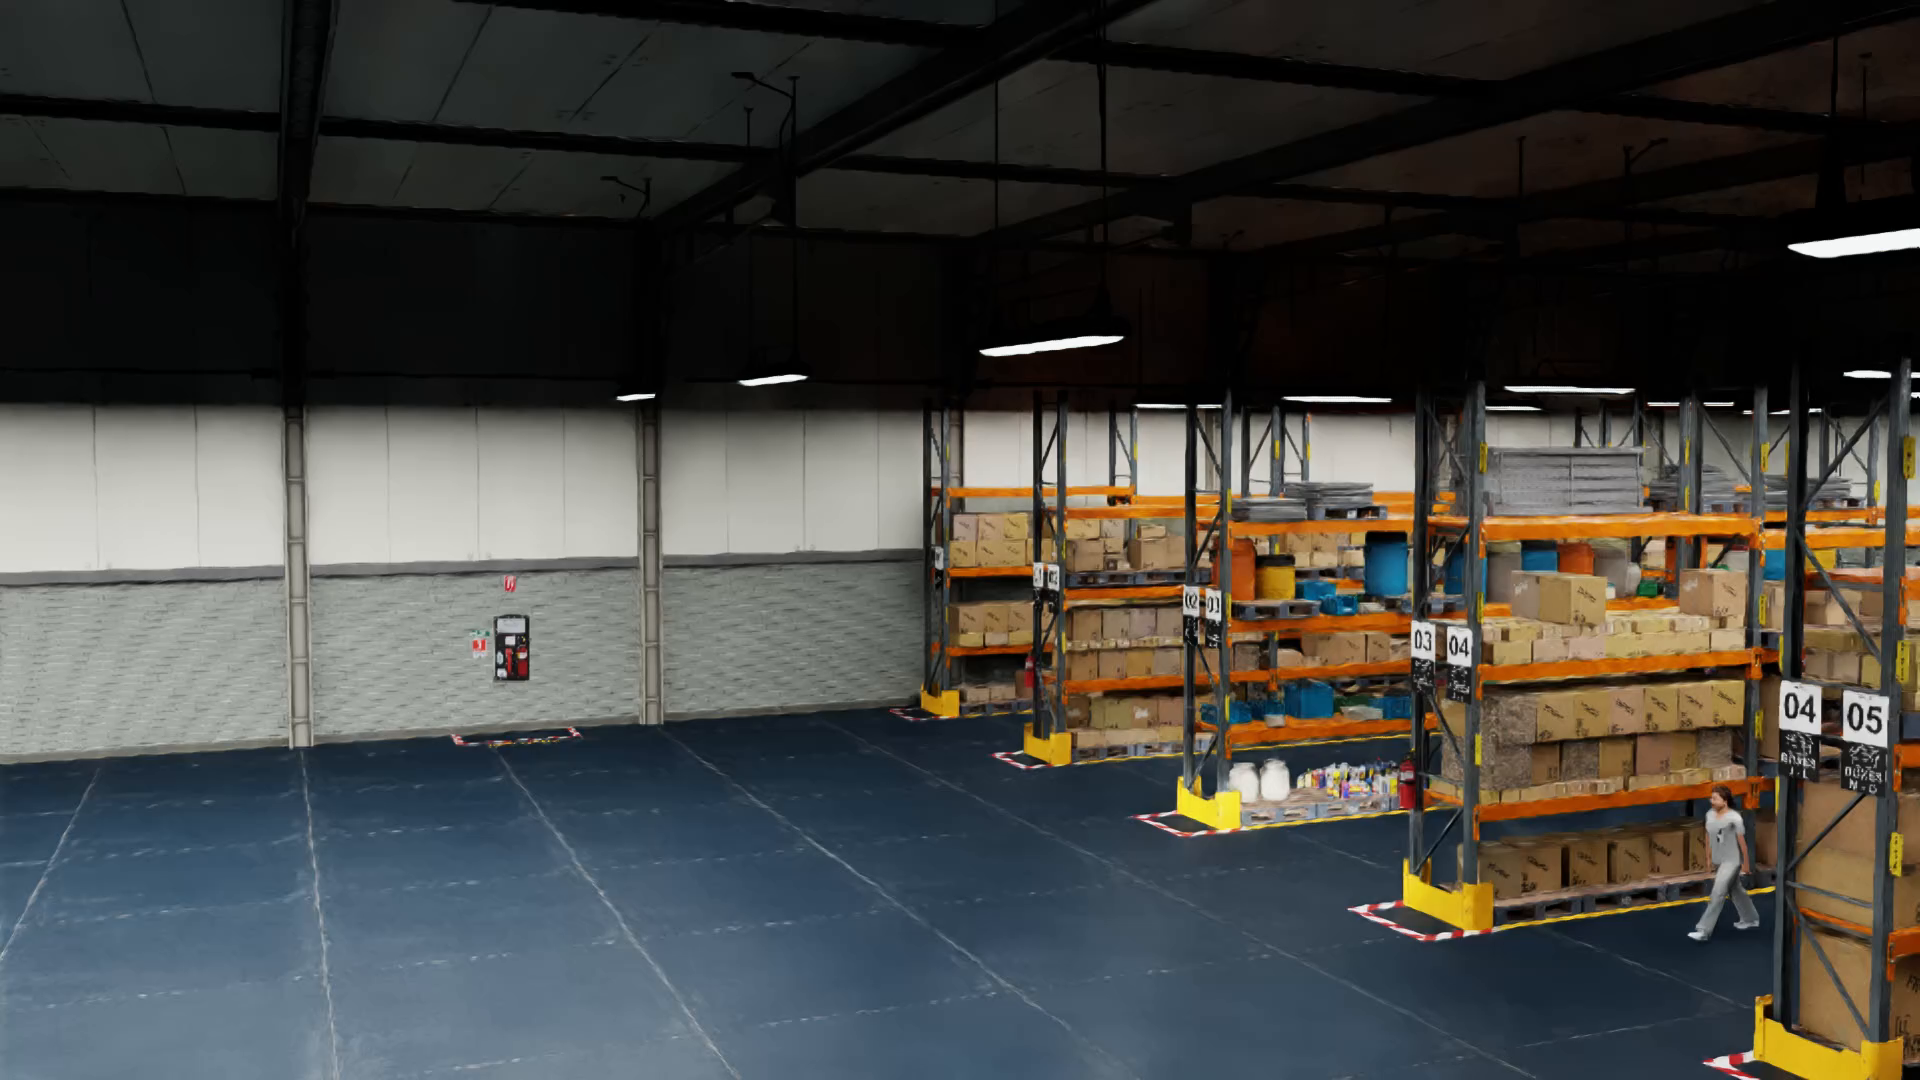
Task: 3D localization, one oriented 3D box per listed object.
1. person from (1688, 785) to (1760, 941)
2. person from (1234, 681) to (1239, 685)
[{"bbox_3d":[7.945,3.330,17.338,1.109,1.590,0.446,-1,4,-20],"label":"person"},{"bbox_3d":[5.444,2.378,32.560,0.845,1.714,0.684,-3,4,-39],"label":"person"}]
